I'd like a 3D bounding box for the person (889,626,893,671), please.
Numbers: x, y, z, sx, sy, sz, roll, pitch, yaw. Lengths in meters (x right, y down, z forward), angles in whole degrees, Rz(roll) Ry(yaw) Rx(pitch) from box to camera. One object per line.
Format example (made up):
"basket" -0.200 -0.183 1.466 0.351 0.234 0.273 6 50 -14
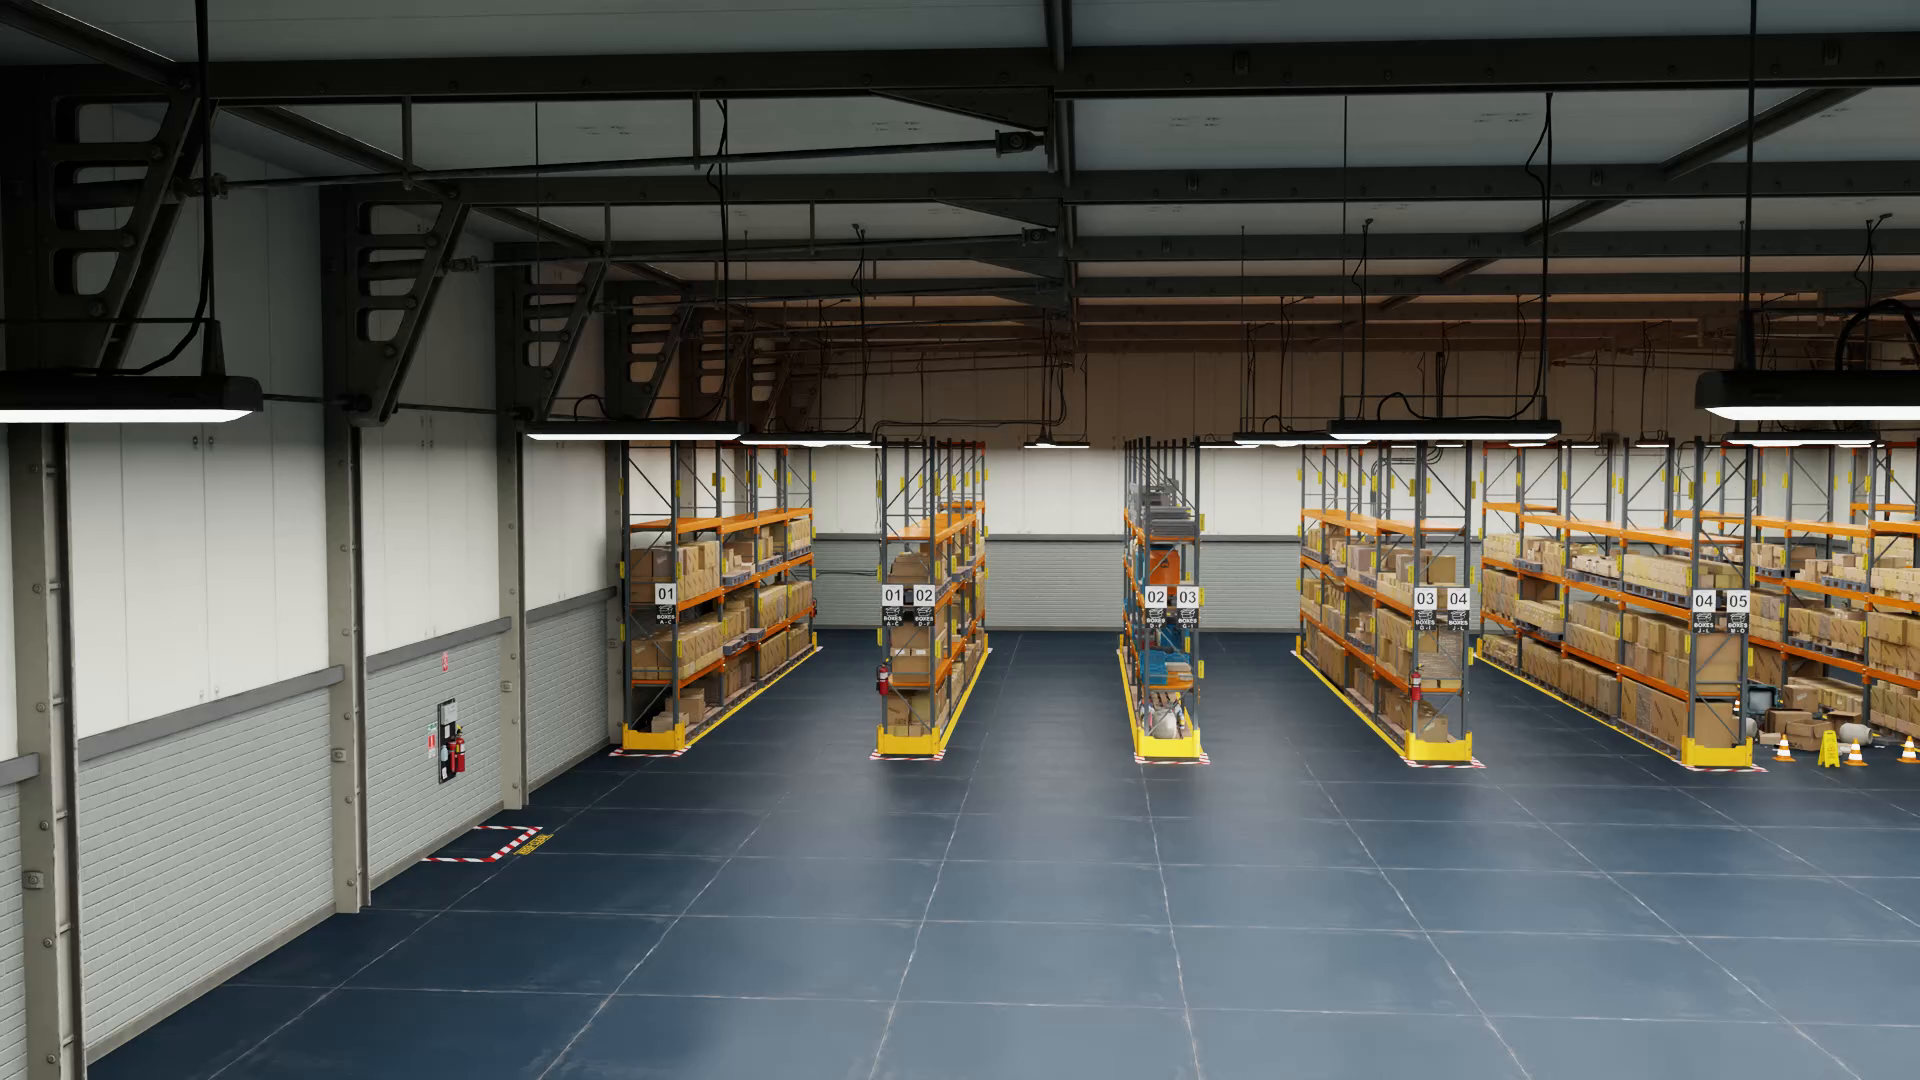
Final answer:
"person" -1.654 2.545 43.308 0.380 1.730 0.600 1 3 15

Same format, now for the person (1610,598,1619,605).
"person" 18.519 2.338 47.185 1.005 1.733 0.563 0 3 0
